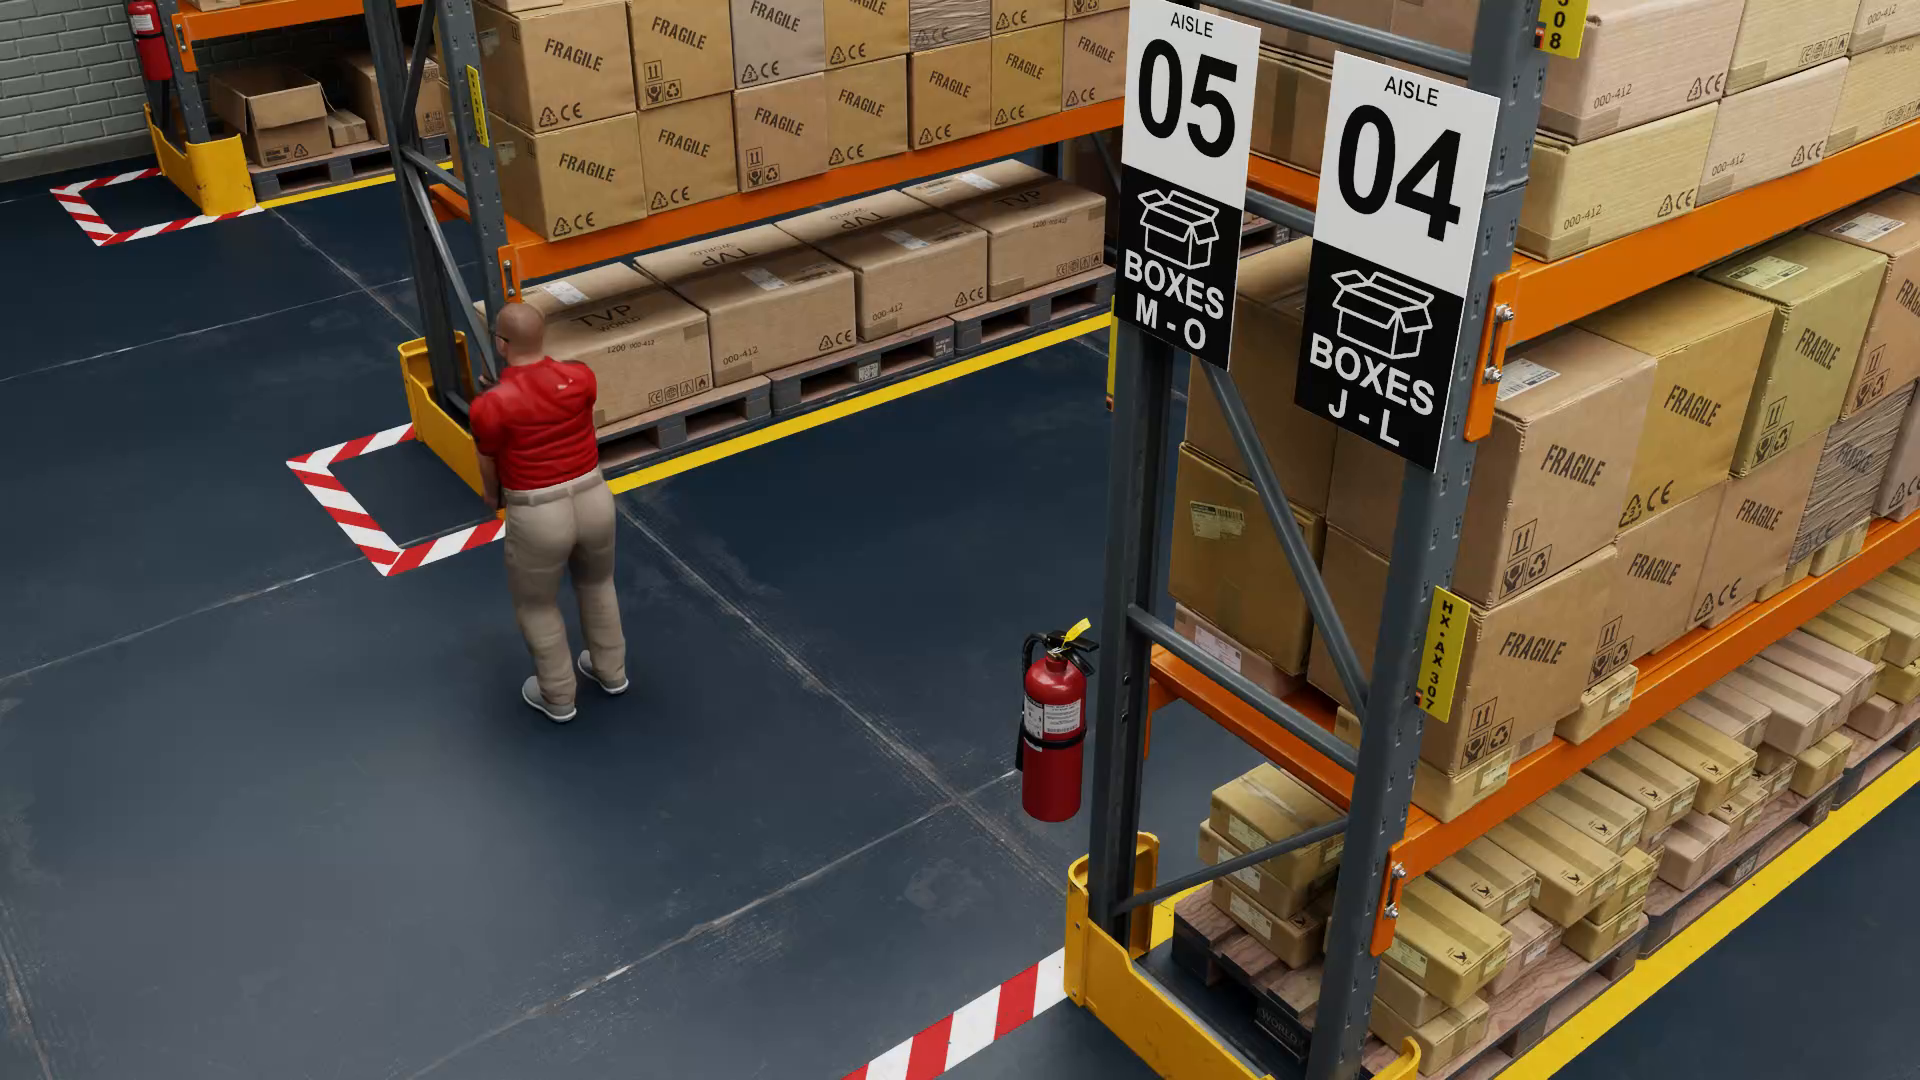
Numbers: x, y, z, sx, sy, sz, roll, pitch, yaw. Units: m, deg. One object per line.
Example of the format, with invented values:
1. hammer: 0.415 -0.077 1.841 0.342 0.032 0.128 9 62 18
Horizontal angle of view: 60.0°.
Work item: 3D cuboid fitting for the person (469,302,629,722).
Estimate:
1. person: -1.593 -0.123 6.361 0.490 1.725 0.550 -23 39 -32
